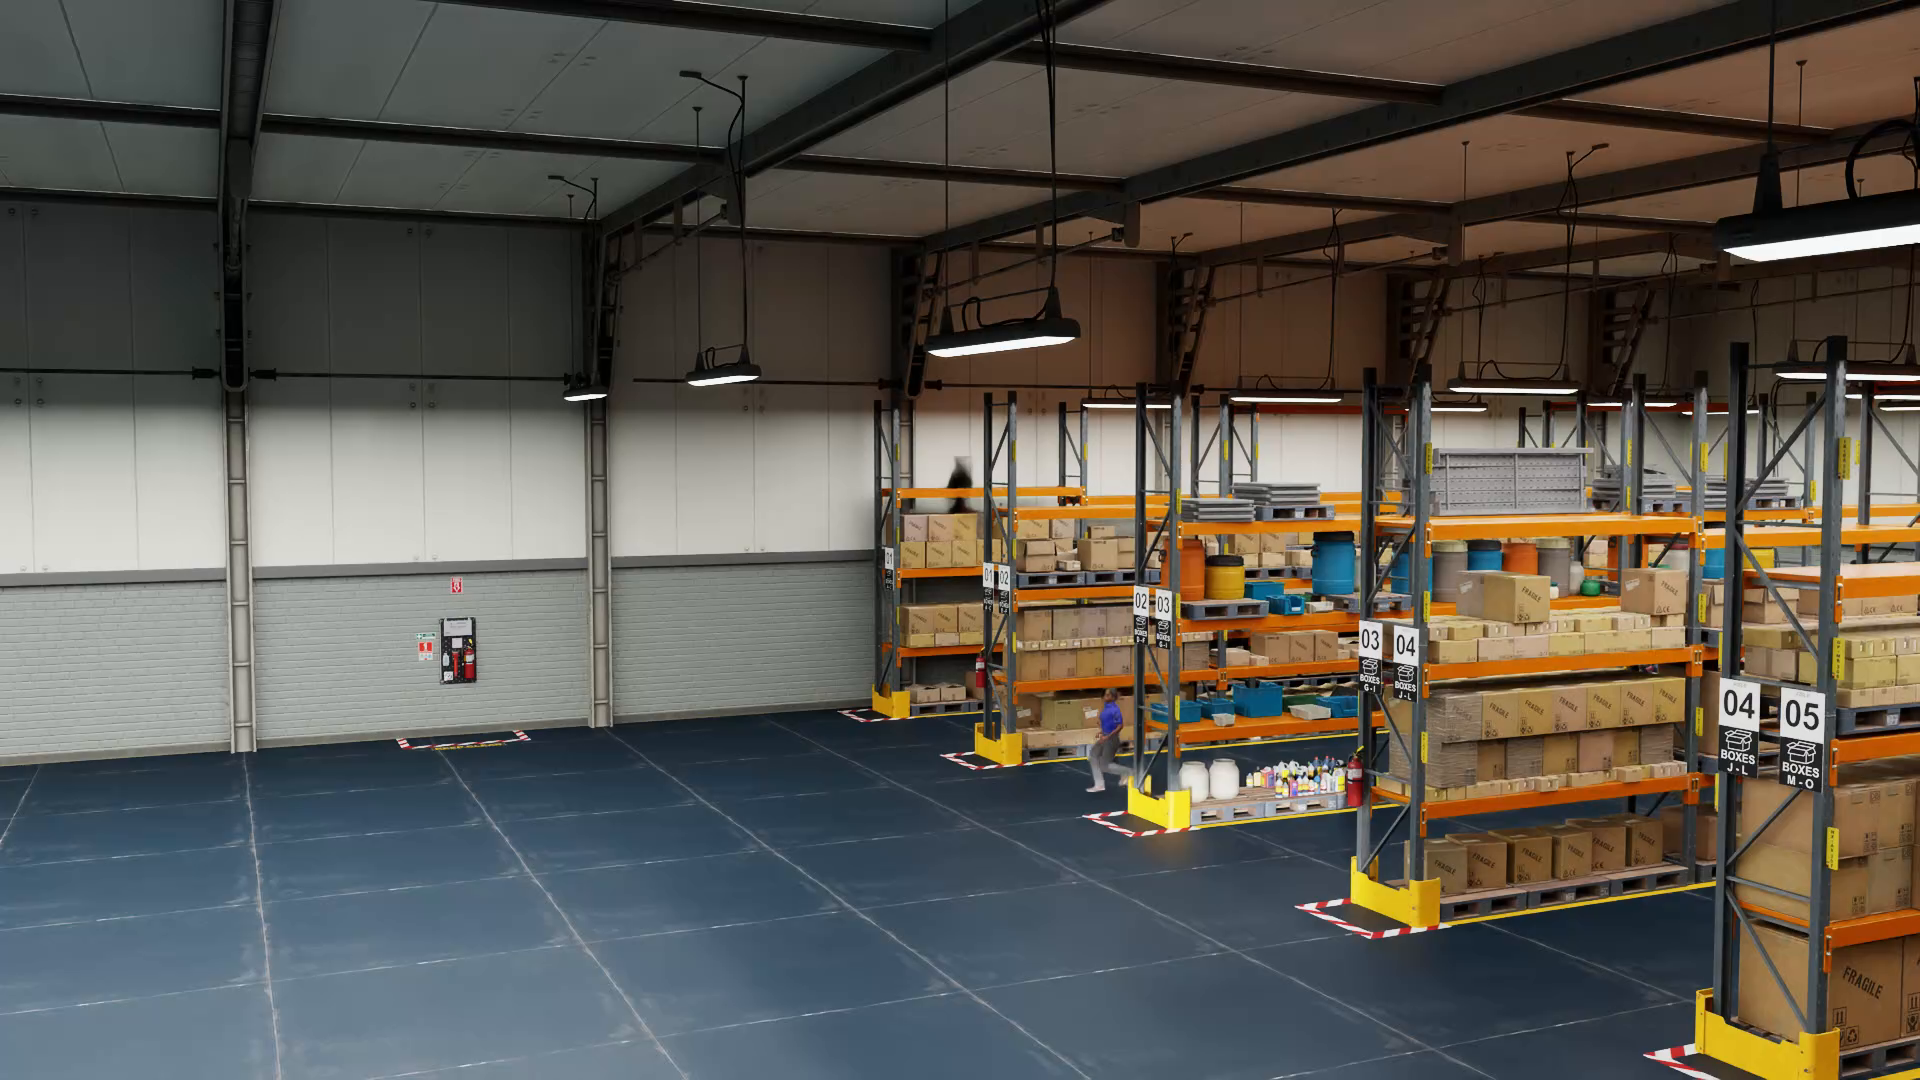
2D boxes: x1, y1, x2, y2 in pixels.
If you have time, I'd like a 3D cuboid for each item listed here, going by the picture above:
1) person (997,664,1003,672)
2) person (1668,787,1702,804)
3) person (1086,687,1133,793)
[{"bbox_3d":[1.036,2.565,29.544,0.828,1.825,0.640,-2,4,-30],"label":"person"},{"bbox_3d":[9.685,3.148,22.206,0.920,1.422,0.633,0,3,0],"label":"person"},{"bbox_3d":[2.244,2.953,24.458,0.673,1.587,0.625,-1,3,-16],"label":"person"}]
